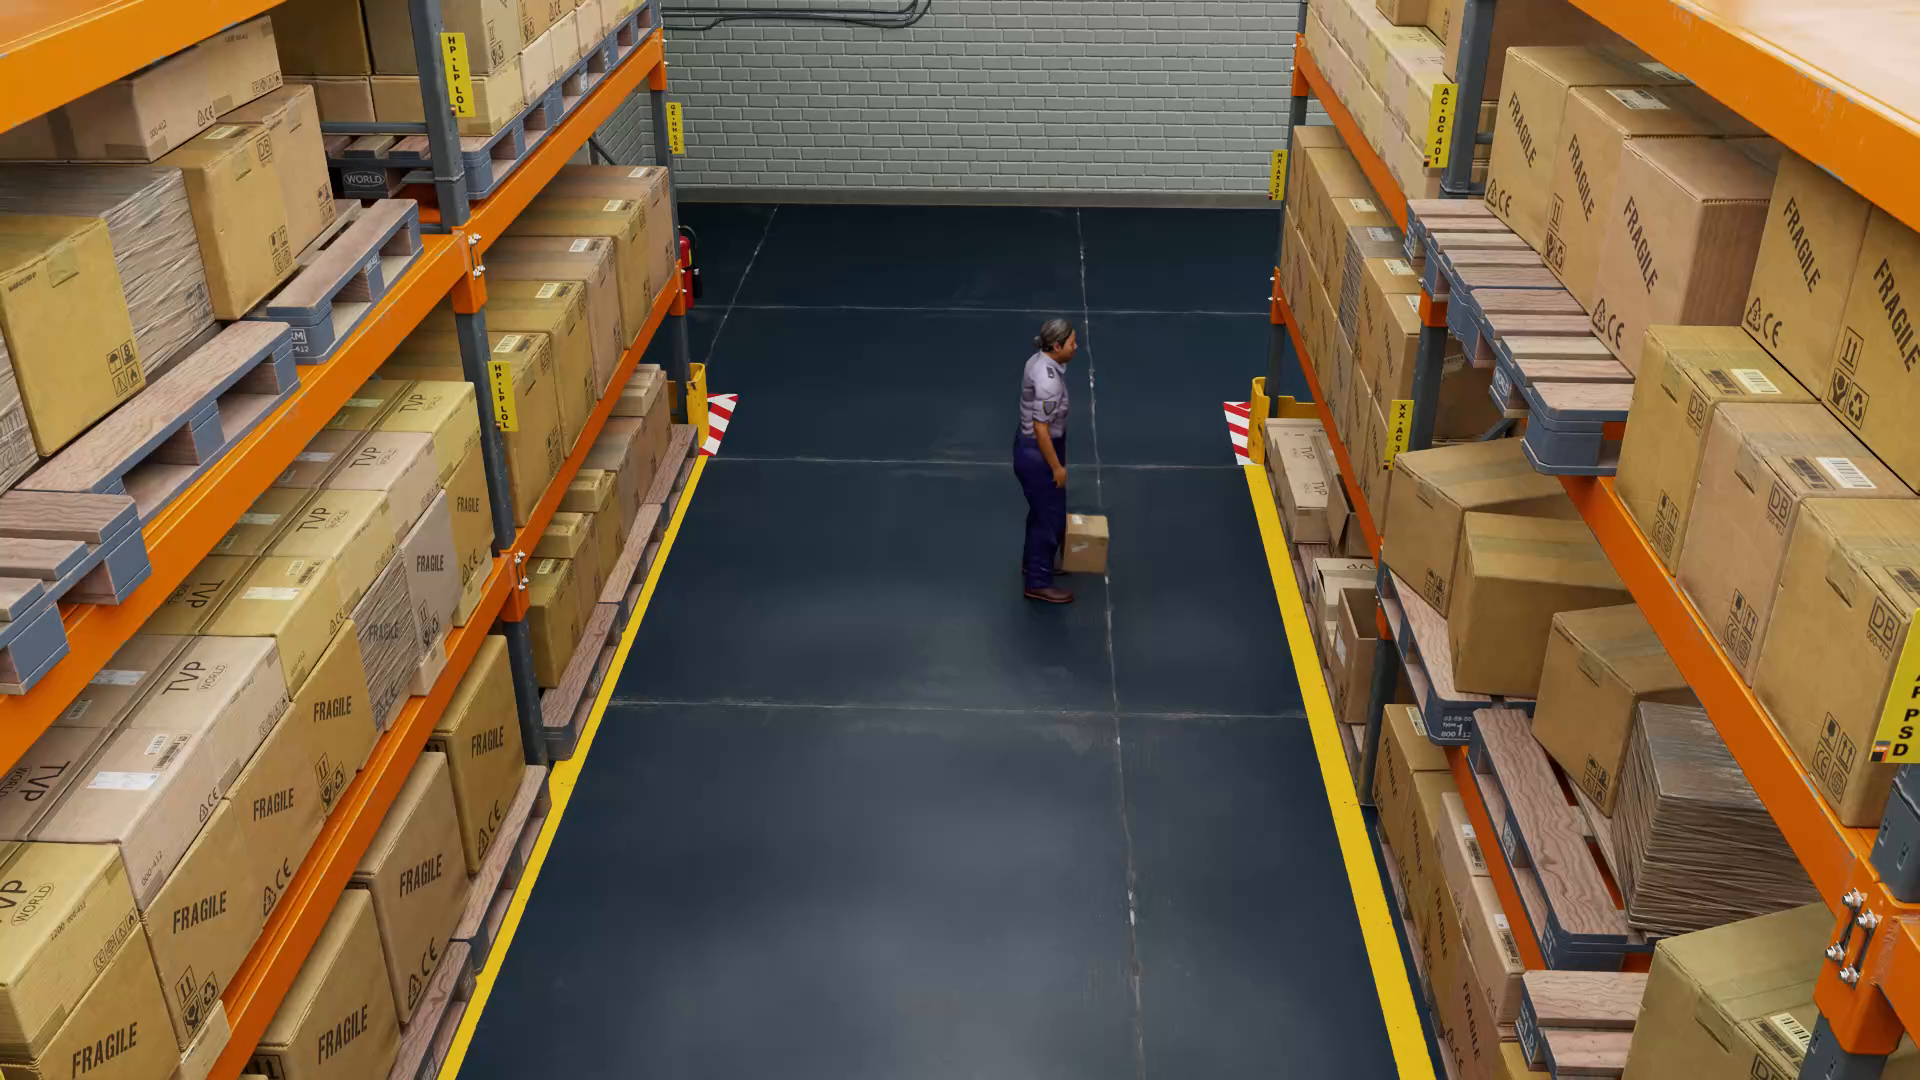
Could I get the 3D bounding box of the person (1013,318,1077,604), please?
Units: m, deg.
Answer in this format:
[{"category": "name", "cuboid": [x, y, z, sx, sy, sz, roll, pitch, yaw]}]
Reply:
[{"category": "person", "cuboid": [0.487, -0.476, 9.519, 0.368, 1.653, 0.533, 0, 28, 0]}]
